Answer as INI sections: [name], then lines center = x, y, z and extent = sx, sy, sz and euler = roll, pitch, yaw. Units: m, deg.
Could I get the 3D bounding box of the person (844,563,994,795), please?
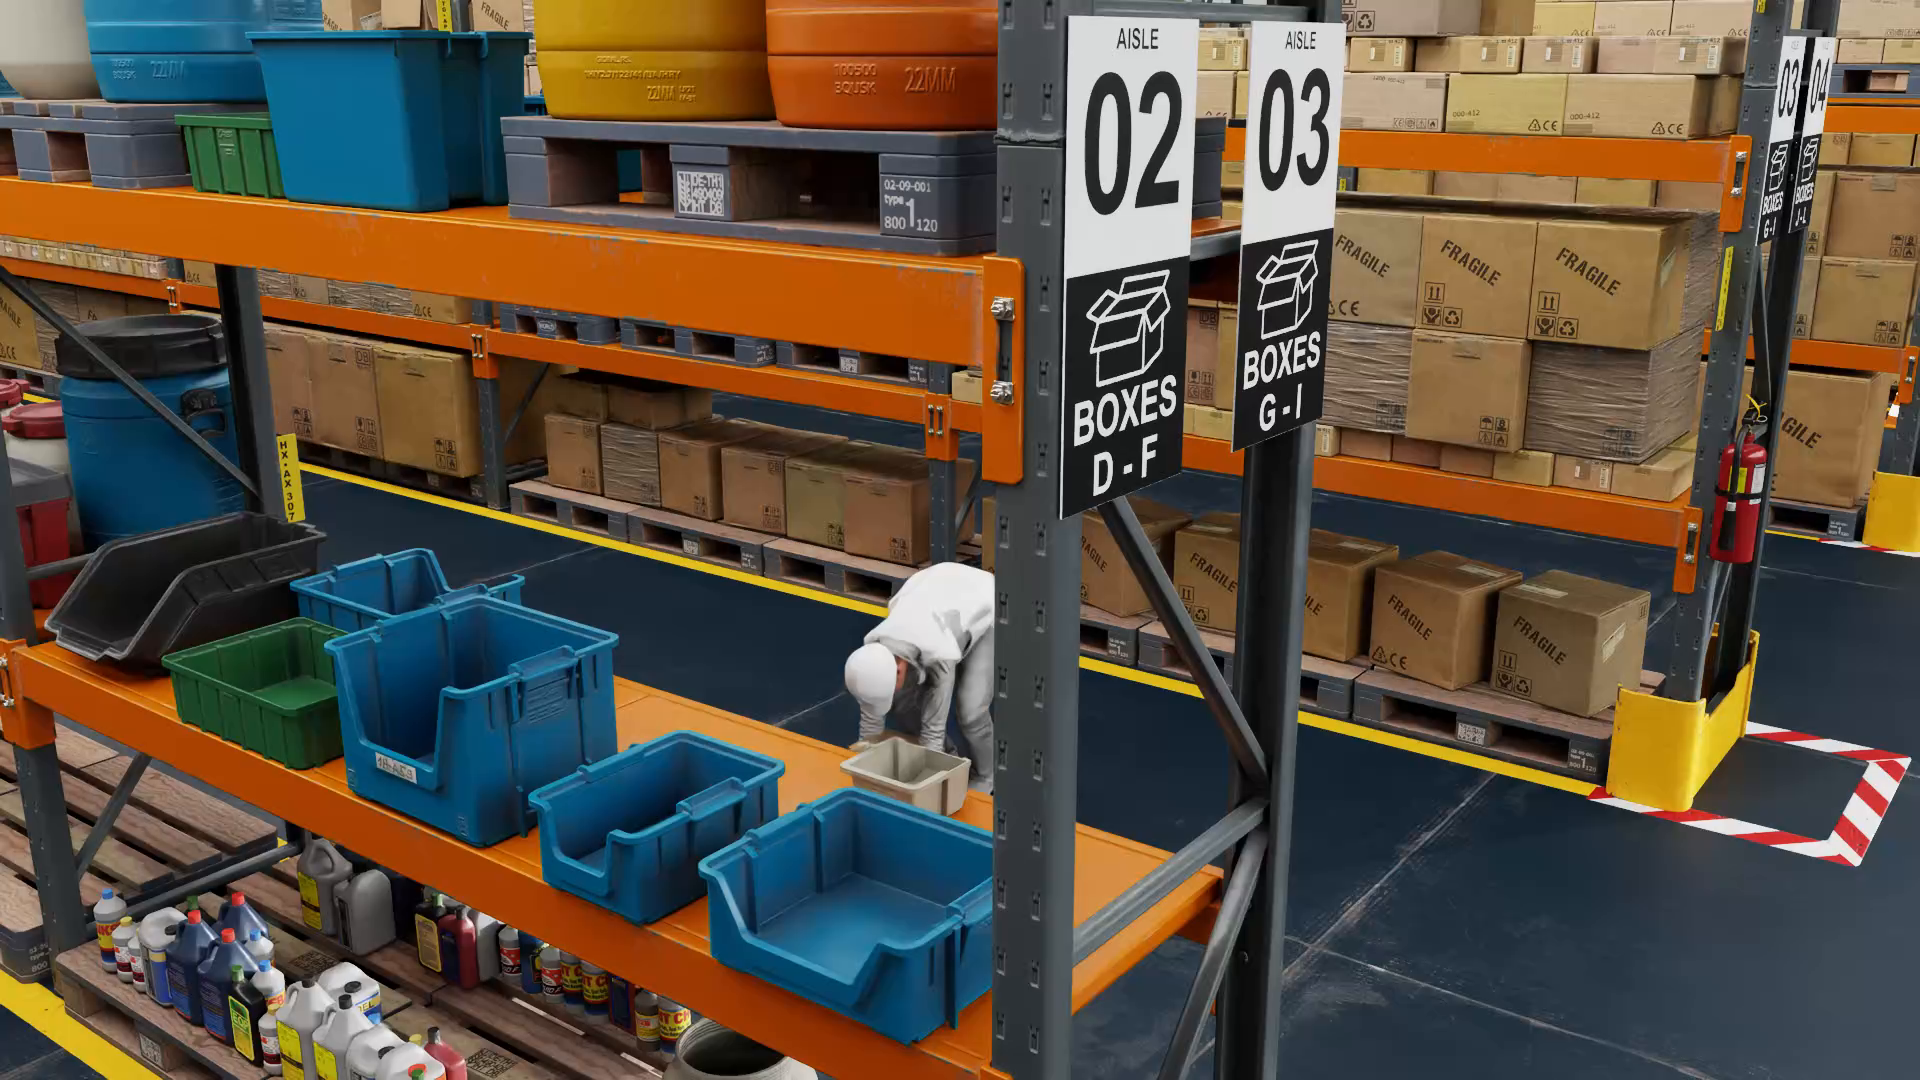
[person]
center = -0.142, 0.659, 7.070
extent = 0.499, 1.028, 1.003
euler = 11, 20, 32
